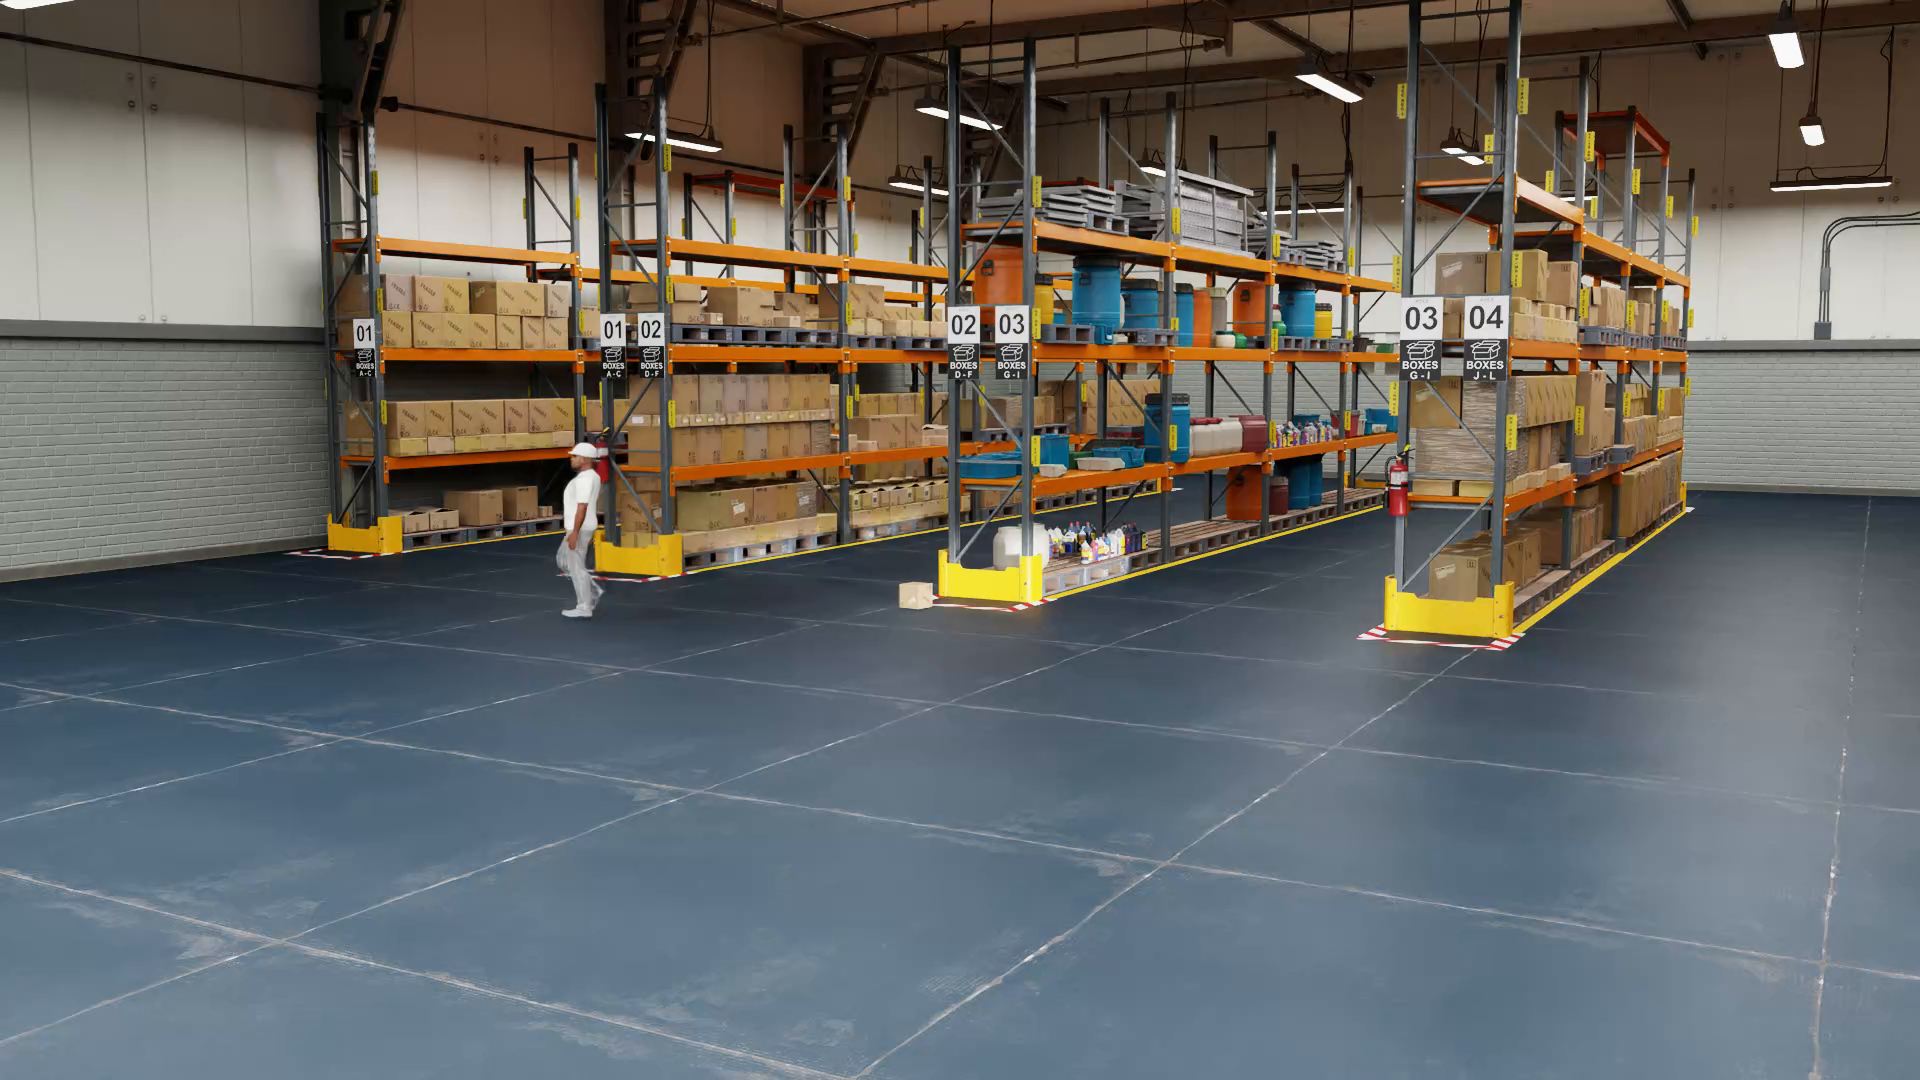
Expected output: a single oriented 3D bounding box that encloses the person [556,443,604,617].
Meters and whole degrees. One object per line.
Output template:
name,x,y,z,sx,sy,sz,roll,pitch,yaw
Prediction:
person,-3.860,-0.104,16.781,0.481,1.754,0.597,0,6,-4
